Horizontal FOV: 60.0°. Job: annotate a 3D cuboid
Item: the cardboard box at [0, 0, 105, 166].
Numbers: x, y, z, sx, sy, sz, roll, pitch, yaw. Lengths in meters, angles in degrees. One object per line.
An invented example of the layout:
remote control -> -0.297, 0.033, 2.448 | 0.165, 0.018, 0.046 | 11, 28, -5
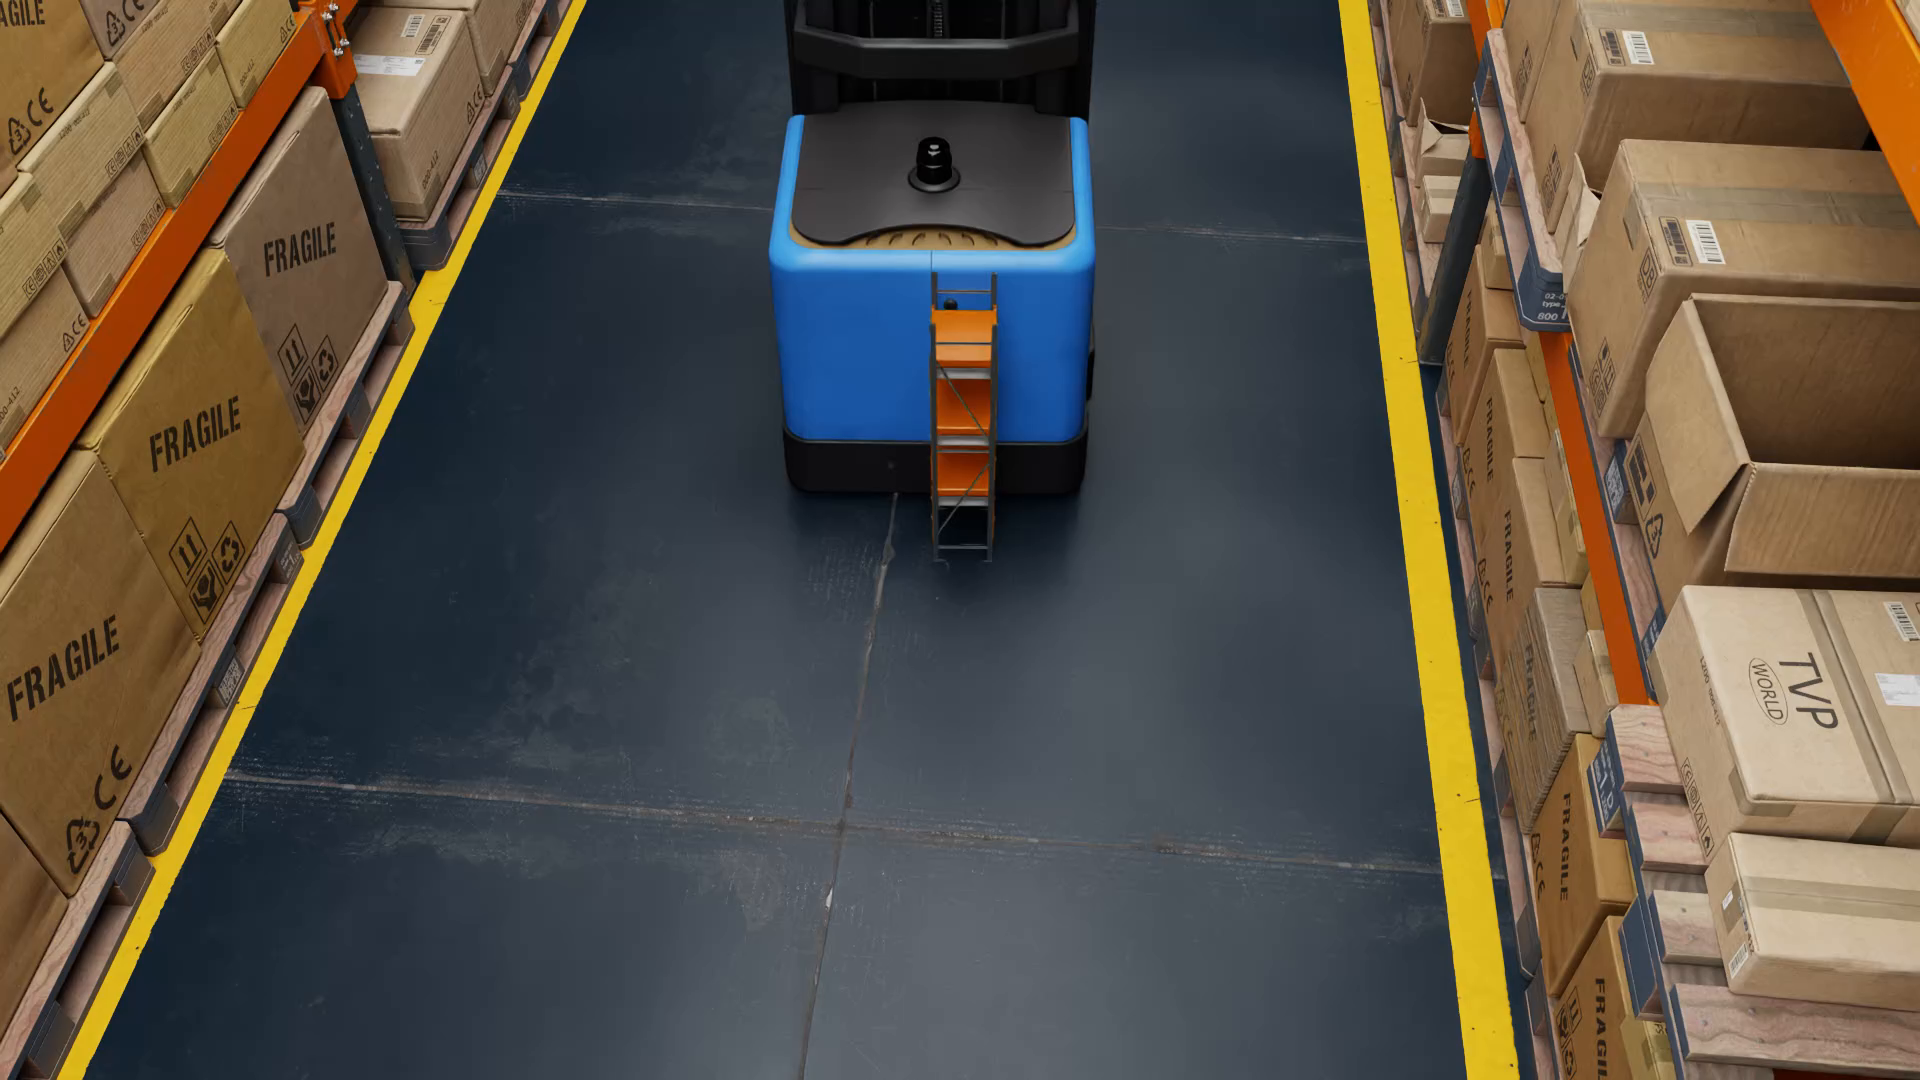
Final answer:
cardboard box -> -2.581, -1.295, 4.156 | 0.500, 0.500, 0.500 | 5, 48, 5

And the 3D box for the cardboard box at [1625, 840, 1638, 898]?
cardboard box -> 1.818, 0.768, 3.984 | 0.380, 0.149, 0.250 | 5, 48, 5

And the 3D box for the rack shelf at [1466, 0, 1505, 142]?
rack shelf -> 2.441, -2.917, 6.873 | 1.077, 0.370, 4.000 | 4, 48, 4

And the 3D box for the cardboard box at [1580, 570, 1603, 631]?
cardboard box -> 1.909, 0.203, 4.502 | 0.380, 0.149, 0.250 | 4, 48, 4

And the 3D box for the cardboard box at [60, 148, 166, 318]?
cardboard box -> -2.587, -0.880, 4.624 | 0.500, 0.250, 0.500 | 3, 48, 2

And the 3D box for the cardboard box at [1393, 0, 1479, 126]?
cardboard box -> 2.262, -2.096, 7.044 | 0.700, 0.500, 0.500 | 2, 48, 2

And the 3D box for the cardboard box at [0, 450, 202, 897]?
cardboard box -> -2.818, 0.336, 4.565 | 0.875, 0.875, 0.875 | 4, 48, 4

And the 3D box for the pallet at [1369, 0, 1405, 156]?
pallet -> 2.431, -2.152, 7.576 | 1.003, 0.211, 1.213 | 4, 48, 4

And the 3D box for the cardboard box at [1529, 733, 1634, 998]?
cardboard box -> 1.820, 0.874, 4.327 | 0.500, 0.500, 0.500 | 6, 48, 5

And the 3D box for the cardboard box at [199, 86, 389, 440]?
cardboard box -> -2.661, -0.985, 5.773 | 0.875, 0.875, 0.875 | 5, 48, 5

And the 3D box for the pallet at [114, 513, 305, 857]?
pallet -> -2.788, 0.391, 5.249 | 1.003, 0.211, 1.213 | 4, 48, 4

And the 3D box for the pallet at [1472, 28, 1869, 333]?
pallet -> 2.077, -1.045, 4.803 | 1.003, 0.211, 1.213 | 4, 48, 4

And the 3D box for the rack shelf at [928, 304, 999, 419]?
rack shelf -> 0.012, -0.555, 5.176 | 0.215, 0.259, 0.240 | 0, 48, 0

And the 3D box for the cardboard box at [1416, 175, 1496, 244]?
cardboard box -> 2.017, -1.299, 6.552 | 0.380, 0.149, 0.250 | 3, 48, 2

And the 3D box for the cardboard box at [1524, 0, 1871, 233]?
cardboard box -> 1.945, -1.144, 4.412 | 0.700, 0.500, 0.500 | 4, 48, 4

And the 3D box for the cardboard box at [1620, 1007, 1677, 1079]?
cardboard box -> 1.681, 1.150, 3.635 | 0.380, 0.149, 0.250 | 2, 48, 2

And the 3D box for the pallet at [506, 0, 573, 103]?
pallet -> -2.429, -2.532, 7.923 | 1.003, 0.211, 1.213 | 4, 48, 4

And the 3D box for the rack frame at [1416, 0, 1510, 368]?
rack frame -> 2.259, -1.690, 5.263 | 1.000, 3.000, 0.127 | 4, 48, 4

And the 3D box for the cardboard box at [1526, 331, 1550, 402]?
cardboard box -> 2.001, -0.563, 5.202 | 0.380, 0.149, 0.250 | 2, 48, 2

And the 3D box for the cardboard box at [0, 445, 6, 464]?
cardboard box -> -2.671, -0.137, 3.945 | 0.500, 0.250, 0.500 | 5, 48, 5

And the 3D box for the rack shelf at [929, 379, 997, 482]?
rack shelf -> 0.011, -0.364, 5.385 | 0.215, 0.259, 0.240 | 0, 48, 0

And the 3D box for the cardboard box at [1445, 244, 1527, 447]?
cardboard box -> 1.991, -0.648, 5.719 | 0.500, 0.500, 0.500 | 6, 48, 5

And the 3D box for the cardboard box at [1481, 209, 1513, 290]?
cardboard box -> 1.961, -0.961, 5.566 | 0.380, 0.149, 0.250 | 6, 48, 5

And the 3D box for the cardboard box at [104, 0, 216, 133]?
cardboard box -> -2.521, -1.431, 4.789 | 0.500, 0.250, 0.500 | 5, 48, 4

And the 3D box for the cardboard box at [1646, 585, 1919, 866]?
cardboard box -> 1.668, 0.361, 3.204 | 0.500, 0.250, 0.500 | 2, 48, 2

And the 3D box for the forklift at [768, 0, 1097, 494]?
forklift -> -0.066, -2.223, 5.797 | 1.130, 2.935, 3.031 | 1, 48, 1

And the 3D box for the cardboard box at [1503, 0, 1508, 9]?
cardboard box -> 2.036, -1.857, 5.585 | 0.380, 0.149, 0.250 | 4, 48, 4

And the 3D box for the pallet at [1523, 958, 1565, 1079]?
pallet -> 2.000, 1.644, 4.103 | 1.003, 0.211, 1.213 | 4, 48, 4

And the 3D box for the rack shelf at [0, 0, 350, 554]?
rack shelf -> -2.867, -0.309, 4.487 | 1.077, 0.370, 4.000 | 4, 48, 4

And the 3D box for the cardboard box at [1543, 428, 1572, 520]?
cardboard box -> 1.929, -0.180, 4.851 | 0.380, 0.149, 0.250 | 4, 48, 3

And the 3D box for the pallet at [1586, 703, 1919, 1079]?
pallet -> 1.886, 0.811, 3.105 | 1.213, 0.211, 1.003 | 4, 48, 4

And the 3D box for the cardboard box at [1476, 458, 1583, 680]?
cardboard box -> 1.902, 0.111, 5.025 | 0.500, 0.500, 0.500 | 3, 48, 2

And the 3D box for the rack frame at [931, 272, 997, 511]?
rack frame -> 0.013, -0.461, 5.460 | 0.200, 1.050, 0.008 | 0, 48, 0

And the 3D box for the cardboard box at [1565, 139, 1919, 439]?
cardboard box -> 1.873, -0.568, 3.884 | 0.700, 0.500, 0.500 | 4, 48, 3

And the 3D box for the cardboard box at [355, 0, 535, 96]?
cardboard box -> -2.440, -2.410, 7.373 | 0.875, 0.438, 0.875 | 3, 48, 2

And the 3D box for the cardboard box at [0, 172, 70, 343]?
cardboard box -> -2.592, -0.673, 4.095 | 0.500, 0.250, 0.500 | 5, 48, 4

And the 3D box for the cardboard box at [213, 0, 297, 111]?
cardboard box -> -2.474, -1.624, 5.304 | 0.500, 0.250, 0.500 | 3, 48, 3

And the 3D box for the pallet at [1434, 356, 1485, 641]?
pallet -> 2.222, -0.149, 5.743 | 1.003, 0.211, 1.213 | 4, 48, 4

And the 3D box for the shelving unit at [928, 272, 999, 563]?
shelving unit -> 0.011, -0.371, 5.378 | 0.215, 1.050, 0.252 | 0, 48, 0
